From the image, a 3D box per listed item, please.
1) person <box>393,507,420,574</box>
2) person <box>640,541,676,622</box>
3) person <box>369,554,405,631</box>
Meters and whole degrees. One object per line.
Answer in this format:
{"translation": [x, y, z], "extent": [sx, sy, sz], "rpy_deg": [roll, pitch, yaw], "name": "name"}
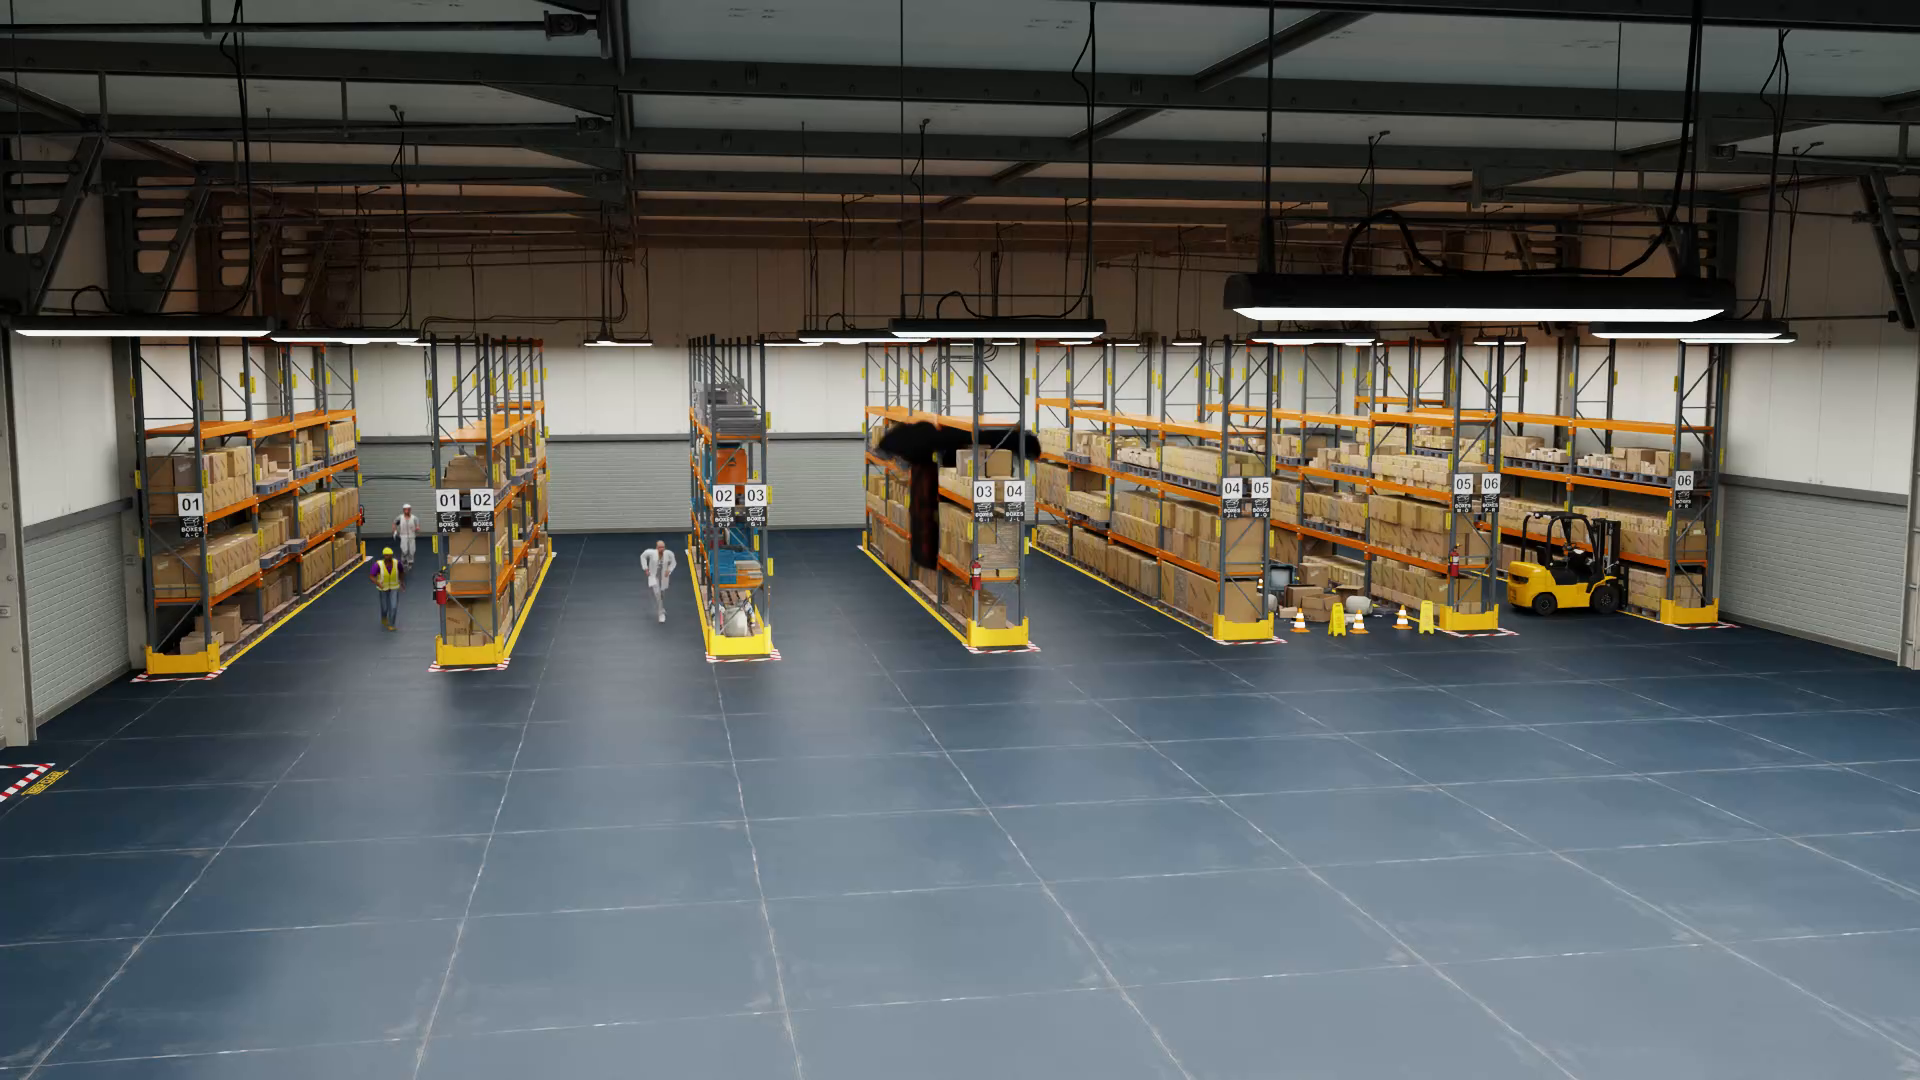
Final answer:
{"translation": [-14.100, -0.001, 42.429], "extent": [0.654, 1.736, 0.700], "rpy_deg": [-3, 7, -25], "name": "person"}
{"translation": [-6.431, 0.867, 35.474], "extent": [0.753, 1.688, 1.094], "rpy_deg": [-1, 7, -12], "name": "person"}
{"translation": [-11.706, 1.012, 34.004], "extent": [0.697, 1.676, 0.765], "rpy_deg": [-3, 7, -25], "name": "person"}
